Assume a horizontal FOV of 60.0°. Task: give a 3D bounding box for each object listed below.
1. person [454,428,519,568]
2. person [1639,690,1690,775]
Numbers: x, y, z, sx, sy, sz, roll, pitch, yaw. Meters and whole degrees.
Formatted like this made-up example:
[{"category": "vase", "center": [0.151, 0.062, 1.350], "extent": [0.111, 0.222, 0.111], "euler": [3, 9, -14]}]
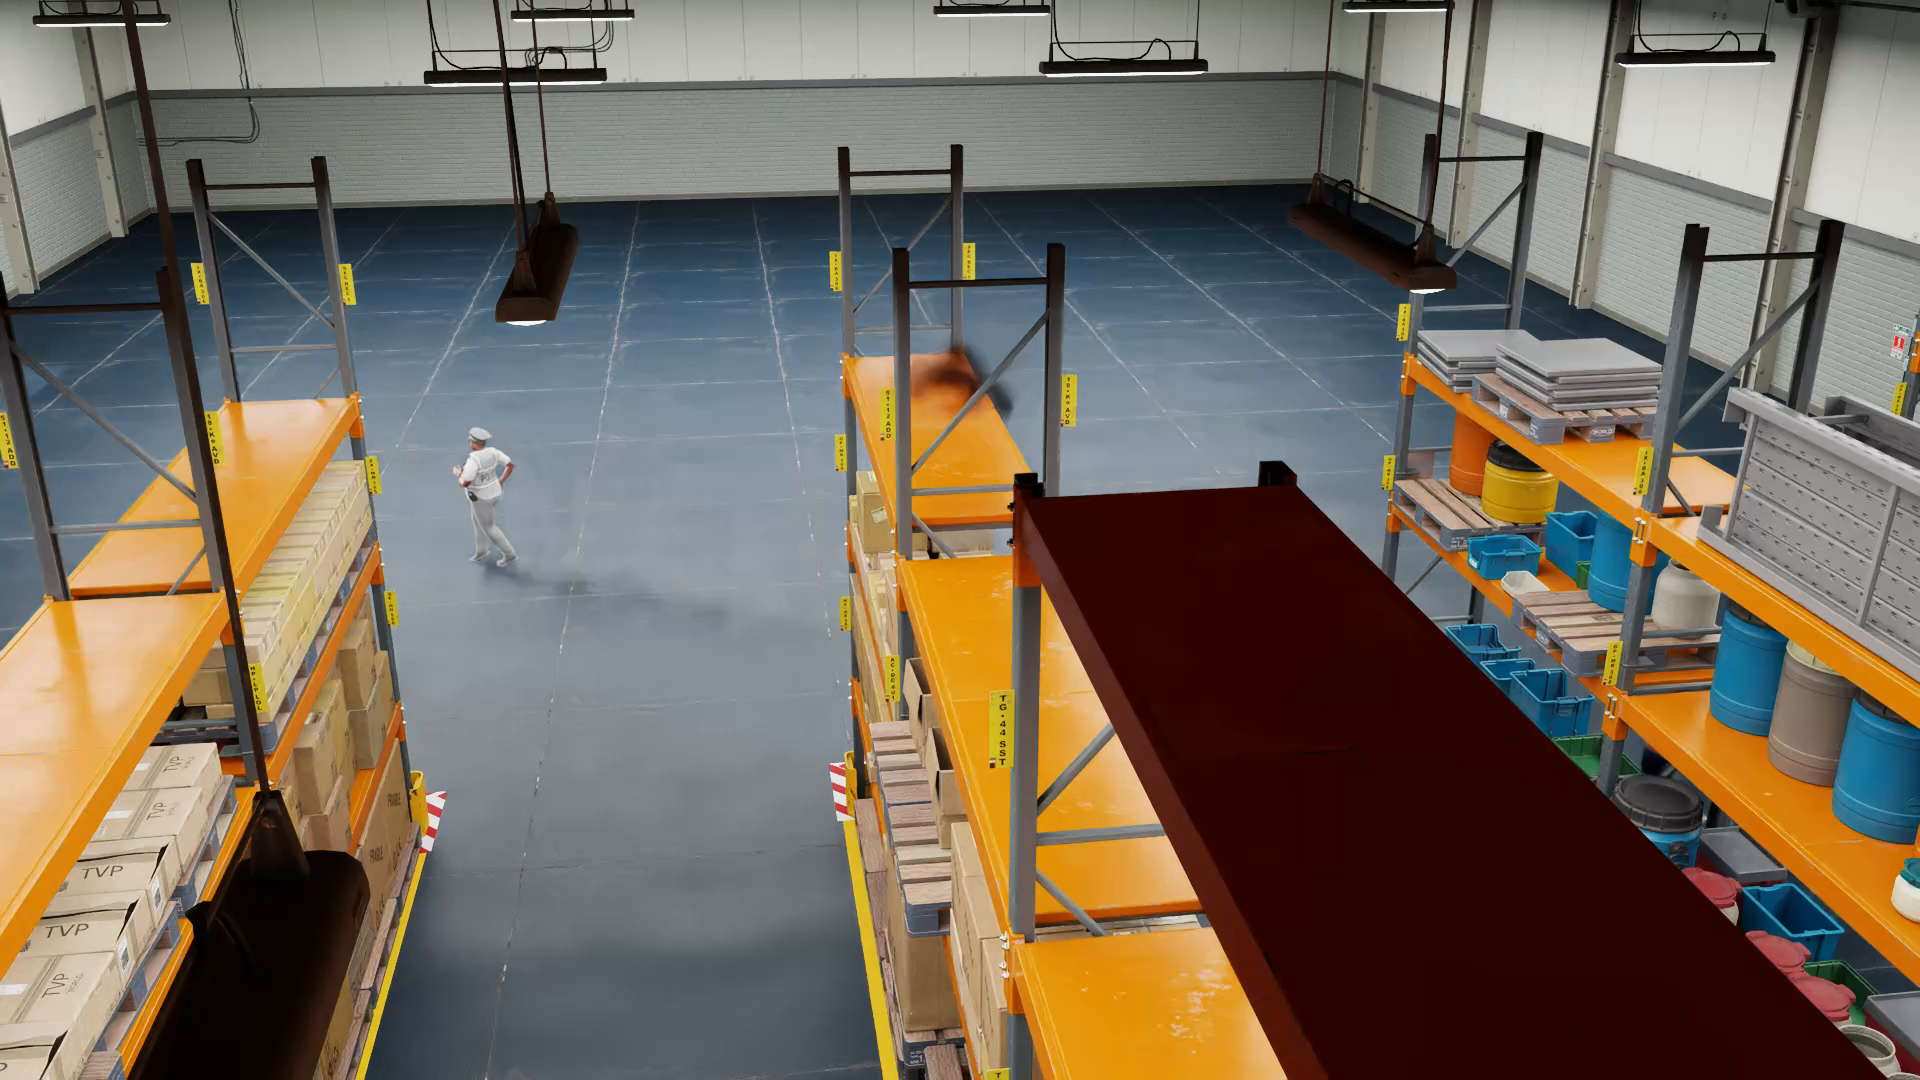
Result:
[{"category": "person", "center": [-5.840, -0.497, 20.484], "extent": [0.837, 1.839, 0.640], "euler": [6, 22, 15]}, {"category": "person", "center": [6.320, 1.863, 14.837], "extent": [0.534, 1.564, 0.493], "euler": [-9, 23, -21]}]
